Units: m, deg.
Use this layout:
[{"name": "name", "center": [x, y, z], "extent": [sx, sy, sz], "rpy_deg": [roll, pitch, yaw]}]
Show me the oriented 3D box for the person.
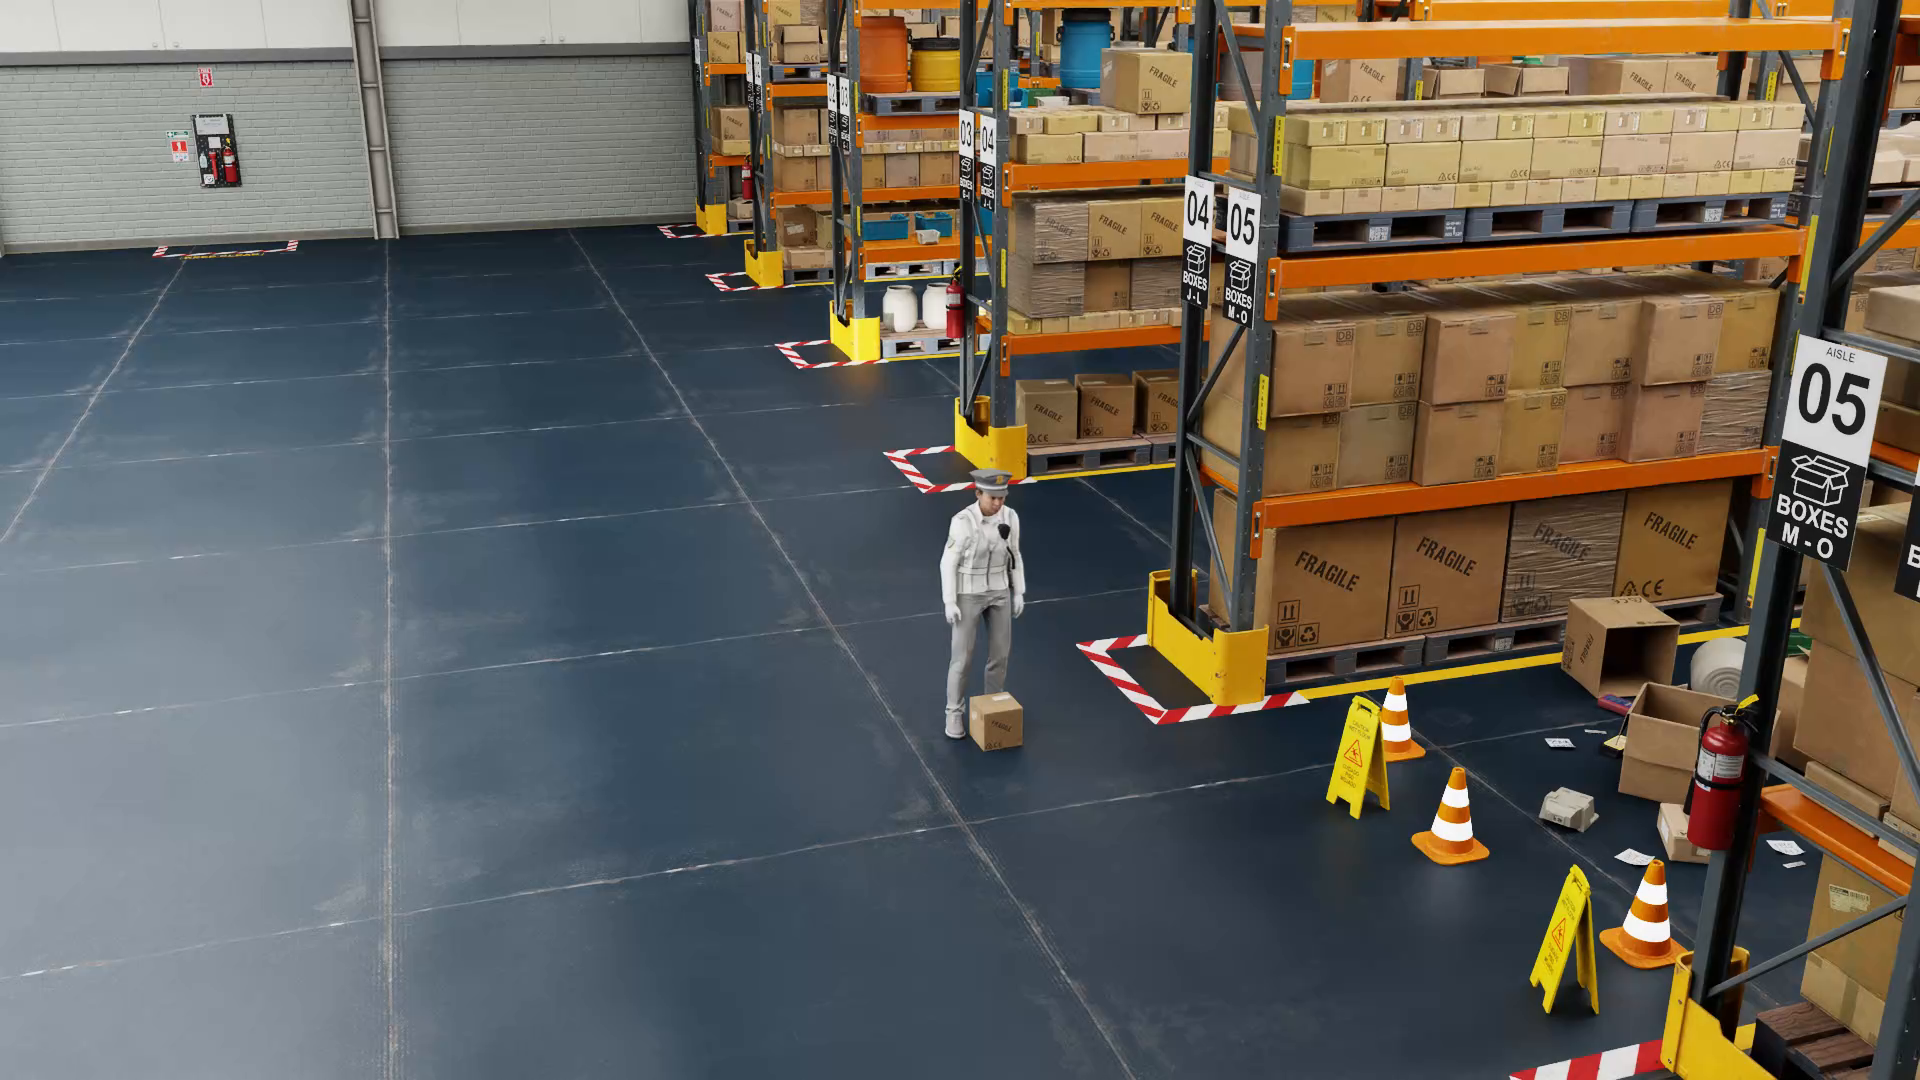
[{"name": "person", "center": [0.143, 0.355, 10.050], "extent": [0.547, 1.665, 0.373], "rpy_deg": [-7, 21, -20]}]
